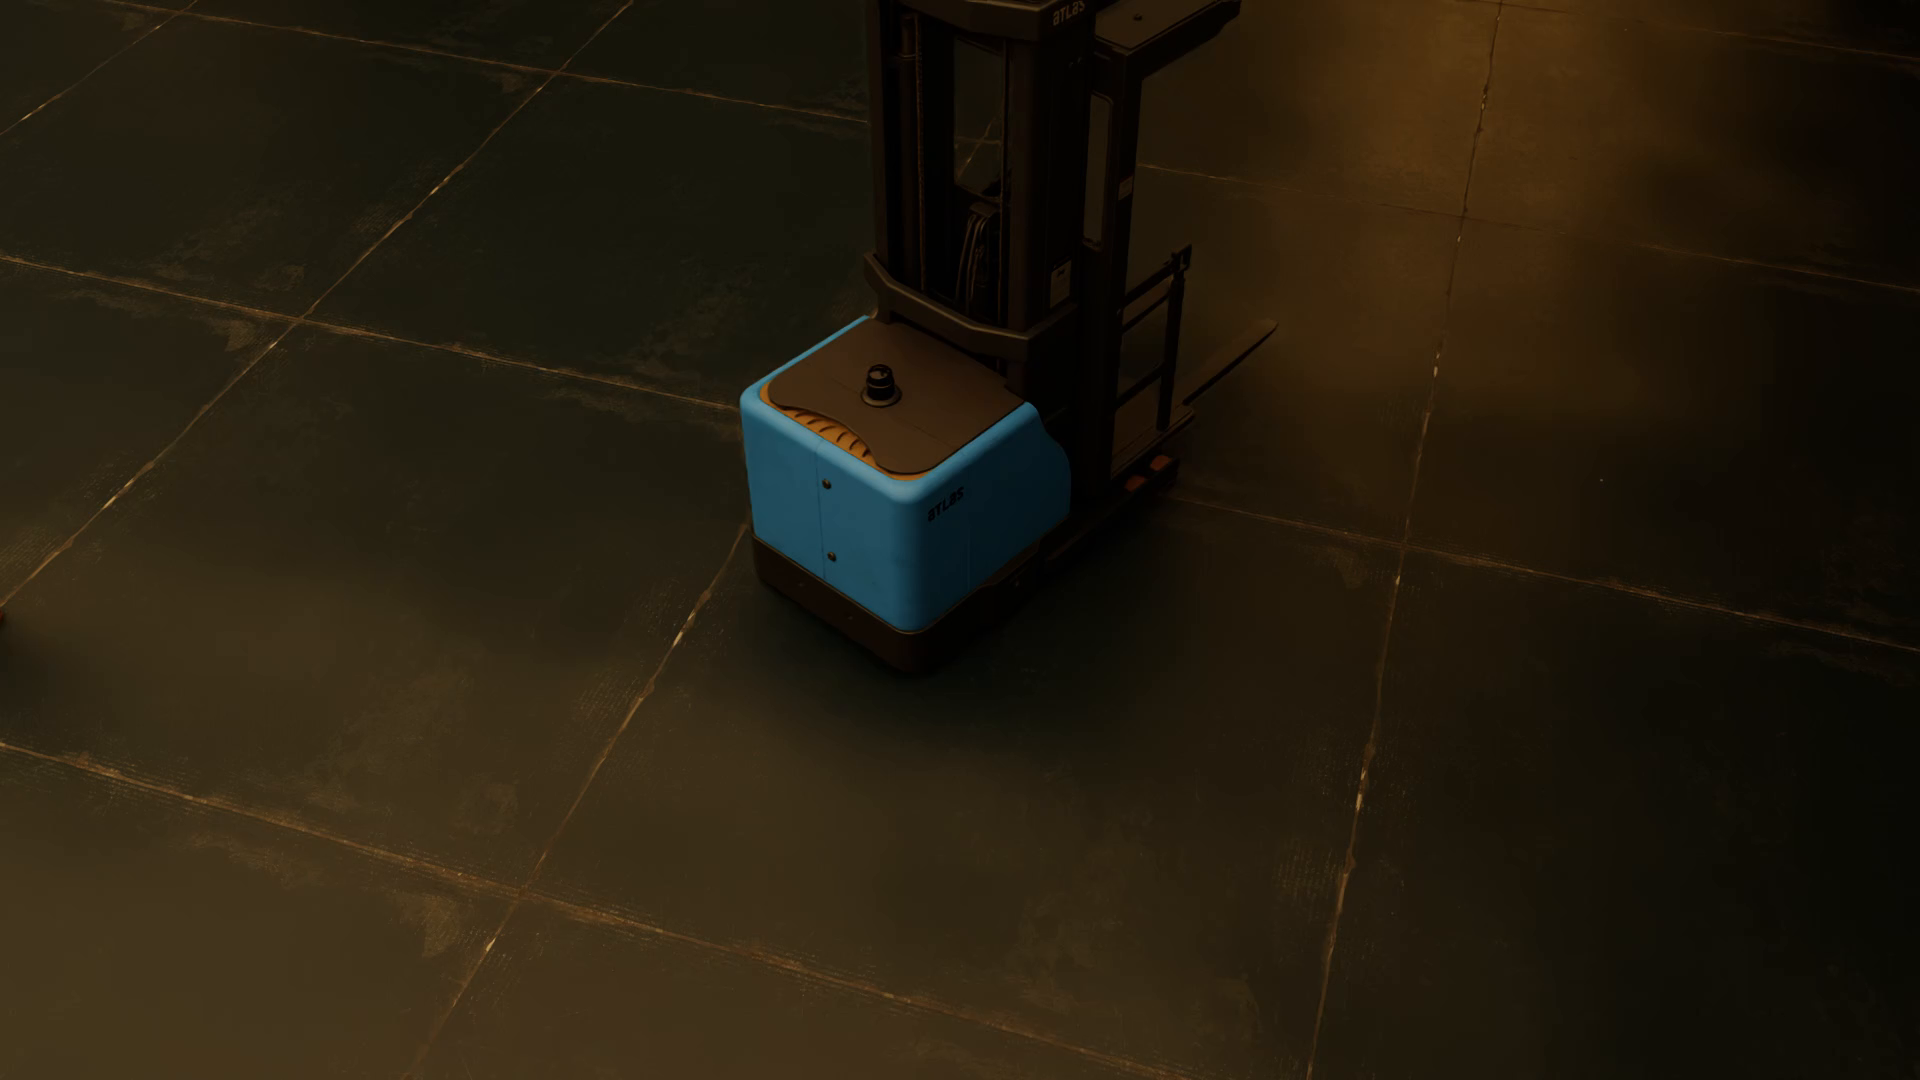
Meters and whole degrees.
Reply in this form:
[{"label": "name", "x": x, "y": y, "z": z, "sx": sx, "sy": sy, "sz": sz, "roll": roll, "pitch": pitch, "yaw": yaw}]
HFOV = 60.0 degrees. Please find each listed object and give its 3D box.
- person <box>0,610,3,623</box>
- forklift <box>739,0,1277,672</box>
[{"label": "person", "x": -4.465, "y": -0.152, "z": 6.752, "sx": 0.506, "sy": 1.824, "sz": 0.647, "roll": -25, "pitch": 48, "yaw": -25}, {"label": "forklift", "x": 0.415, "y": -1.430, "z": 7.226, "sx": 1.130, "sy": 2.935, "sz": 3.031, "roll": 31, "pitch": 51, "yaw": 29}]
